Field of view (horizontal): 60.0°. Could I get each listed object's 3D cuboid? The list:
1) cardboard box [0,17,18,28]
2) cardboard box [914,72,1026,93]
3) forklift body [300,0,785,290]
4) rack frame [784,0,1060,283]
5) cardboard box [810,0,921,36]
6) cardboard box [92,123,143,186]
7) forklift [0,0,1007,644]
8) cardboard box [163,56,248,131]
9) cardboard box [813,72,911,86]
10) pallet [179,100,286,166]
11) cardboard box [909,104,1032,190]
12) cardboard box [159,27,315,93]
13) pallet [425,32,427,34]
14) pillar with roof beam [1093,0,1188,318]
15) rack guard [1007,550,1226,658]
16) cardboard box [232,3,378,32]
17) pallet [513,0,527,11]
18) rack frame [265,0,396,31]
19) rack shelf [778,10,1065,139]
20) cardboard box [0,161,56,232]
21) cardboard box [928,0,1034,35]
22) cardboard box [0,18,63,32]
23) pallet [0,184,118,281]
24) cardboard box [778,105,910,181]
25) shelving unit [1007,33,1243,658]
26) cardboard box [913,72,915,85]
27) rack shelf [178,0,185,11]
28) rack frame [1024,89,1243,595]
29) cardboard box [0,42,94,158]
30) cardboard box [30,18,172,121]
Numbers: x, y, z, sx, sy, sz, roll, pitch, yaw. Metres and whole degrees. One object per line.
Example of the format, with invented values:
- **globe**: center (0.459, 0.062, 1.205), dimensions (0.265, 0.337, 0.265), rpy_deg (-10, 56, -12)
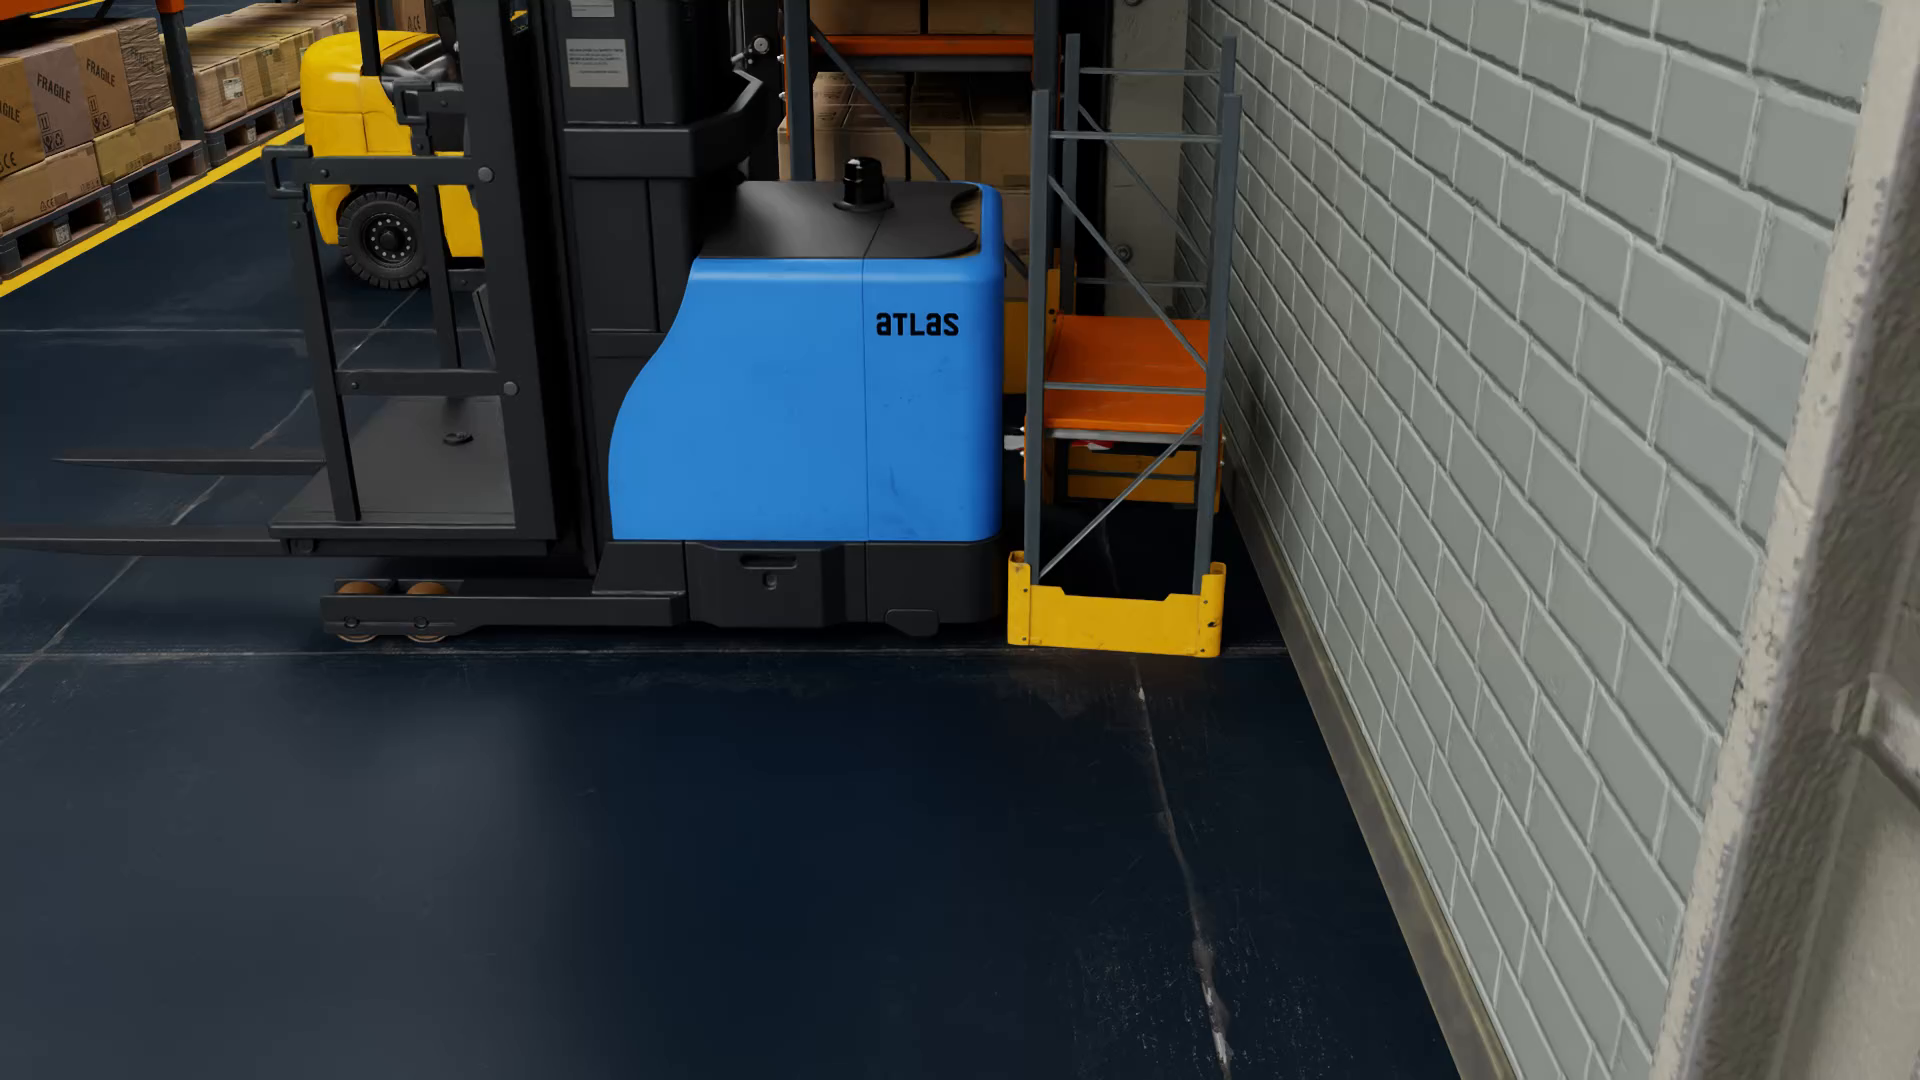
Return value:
- **cardboard box**: center (-5.469, -2.916, 9.188), dimensions (0.380, 0.149, 0.250), rpy_deg (0, 24, 0)
- **cardboard box**: center (0.041, -2.017, 7.684), dimensions (0.500, 0.250, 0.500), rpy_deg (0, 24, -1)
- **forklift body**: center (-1.984, -2.399, 7.944), dimensions (2.313, 2.155, 1.214), rpy_deg (0, 24, -1)
- **rack frame**: center (-0.139, -2.012, 6.060), dimensions (1.000, 3.000, 0.127), rpy_deg (0, 24, -1)
- **cardboard box**: center (-0.407, -2.260, 6.485), dimensions (0.500, 0.500, 0.500), rpy_deg (-1, 24, -2)
- **cardboard box**: center (-4.855, -2.114, 9.110), dimensions (0.500, 0.250, 0.500), rpy_deg (-1, 24, -2)
- **forklift**: center (-1.382, -1.266, 4.493), dimensions (3.031, 2.935, 1.130), rpy_deg (0, 24, 1)
- **cardboard box**: center (-5.155, -2.847, 10.584), dimensions (0.950, 0.372, 0.625), rpy_deg (0, 24, 0)
- **cardboard box**: center (-0.483, -2.013, 7.675), dimensions (0.500, 0.250, 0.500), rpy_deg (0, 24, 0)
- **pallet**: center (-5.156, -2.687, 10.935), dimensions (1.003, 0.211, 1.213), rpy_deg (0, 24, -1)
- **cardboard box**: center (0.045, -1.605, 6.773), dimensions (0.500, 0.250, 0.500), rpy_deg (-1, 24, -1)
- **cardboard box**: center (-5.175, -3.430, 11.873), dimensions (0.950, 0.372, 0.625), rpy_deg (1, 24, 1)
- **pallet**: center (-5.123, -4.340, 14.589), dimensions (1.003, 0.211, 1.213), rpy_deg (0, 24, -1)
- **pillar with roof beam**: center (-3.550, -5.017, 5.424), dimensions (9.100, 9.000, 0.400), rpy_deg (0, 24, -1)
- **rack guard**: center (0.425, 0.175, 4.560), dimensions (0.587, 0.250, 0.087), rpy_deg (3, 25, 7)
- **cardboard box**: center (-5.194, -4.046, 13.236), dimensions (0.950, 0.372, 0.625), rpy_deg (-2, 24, -4)
- **pallet**: center (-5.164, -5.977, 18.208), dimensions (1.003, 0.211, 1.213), rpy_deg (0, 24, -1)
- **rack frame**: center (-5.190, -5.285, 13.296), dimensions (1.000, 3.000, 0.127), rpy_deg (0, 24, -1)
- **rack shelf**: center (-0.161, -2.509, 8.030), dimensions (1.077, 0.370, 4.000), rpy_deg (0, 24, -1)
- **cardboard box**: center (-4.852, -1.696, 8.187), dimensions (0.500, 0.250, 0.500), rpy_deg (1, 24, 3)
- **cardboard box**: center (0.133, -2.263, 6.493), dimensions (0.500, 0.500, 0.500), rpy_deg (1, 24, 1)
- **cardboard box**: center (-5.410, -2.673, 9.437), dimensions (0.500, 0.500, 0.500), rpy_deg (1, 24, 2)
- **pallet**: center (-5.087, -1.586, 8.500), dimensions (1.003, 0.211, 1.213), rpy_deg (0, 24, -1)
- **cardboard box**: center (-0.456, -1.595, 6.750), dimensions (0.500, 0.250, 0.500), rpy_deg (1, 24, 1)
- **shelving unit**: center (0.494, -0.598, 4.752), dimensions (0.587, 1.500, 1.083), rpy_deg (3, 25, 7)
- **cardboard box**: center (-0.479, -2.438, 8.615), dimensions (0.500, 0.250, 0.500), rpy_deg (1, 24, 1)
- **rack shelf**: center (-5.168, -4.133, 11.622), dimensions (1.077, 0.370, 4.000), rpy_deg (0, 24, -1)
- **rack frame**: center (0.422, -0.387, 4.285), dimensions (0.500, 1.500, 0.032), rpy_deg (3, 25, 7)
- **cardboard box**: center (-4.858, -2.255, 8.512), dimensions (0.500, 0.500, 0.500), rpy_deg (1, 24, 2)
- **cardboard box**: center (-4.872, -2.674, 9.440), dimensions (0.500, 0.500, 0.500), rpy_deg (-1, 24, -1)
